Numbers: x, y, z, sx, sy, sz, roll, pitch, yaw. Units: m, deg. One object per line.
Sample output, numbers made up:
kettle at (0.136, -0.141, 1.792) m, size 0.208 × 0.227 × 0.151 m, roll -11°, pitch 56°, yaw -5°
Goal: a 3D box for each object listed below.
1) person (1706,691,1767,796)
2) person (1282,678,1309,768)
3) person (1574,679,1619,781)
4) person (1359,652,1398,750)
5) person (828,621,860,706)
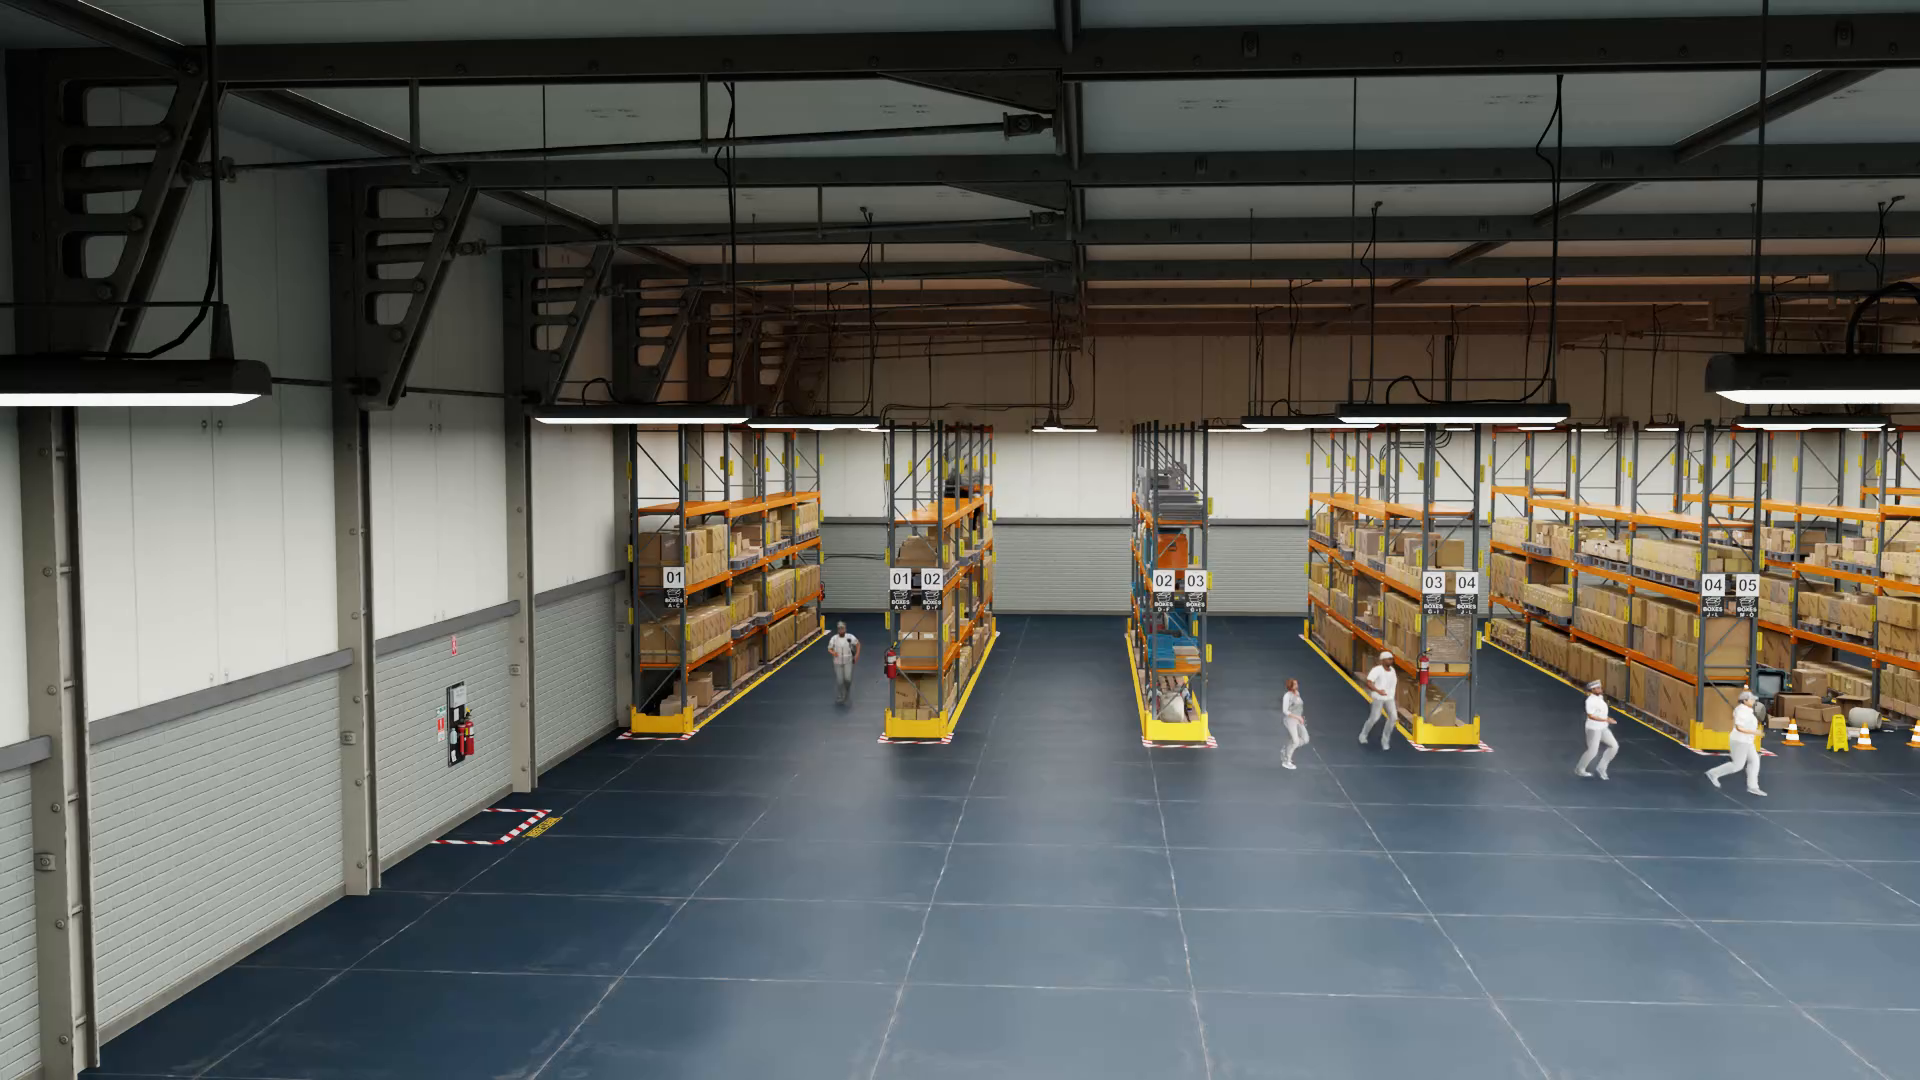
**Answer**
person at (12.402, 3.222, 26.508) m, size 0.886 × 1.655 × 0.592 m, roll 2°, pitch 4°, yaw 33°
person at (5.739, 3.143, 28.520) m, size 0.478 × 1.561 × 0.548 m, roll 3°, pitch 5°, yaw 39°
person at (10.591, 3.149, 27.631) m, size 0.582 × 1.707 × 0.703 m, roll -3°, pitch 5°, yaw -42°
person at (7.761, 2.933, 30.491) m, size 0.761 × 1.786 × 0.690 m, roll -2°, pitch 4°, yaw -23°
person at (-2.474, 2.629, 35.332) m, size 0.671 × 1.809 × 0.737 m, roll 0°, pitch 4°, yaw 1°
